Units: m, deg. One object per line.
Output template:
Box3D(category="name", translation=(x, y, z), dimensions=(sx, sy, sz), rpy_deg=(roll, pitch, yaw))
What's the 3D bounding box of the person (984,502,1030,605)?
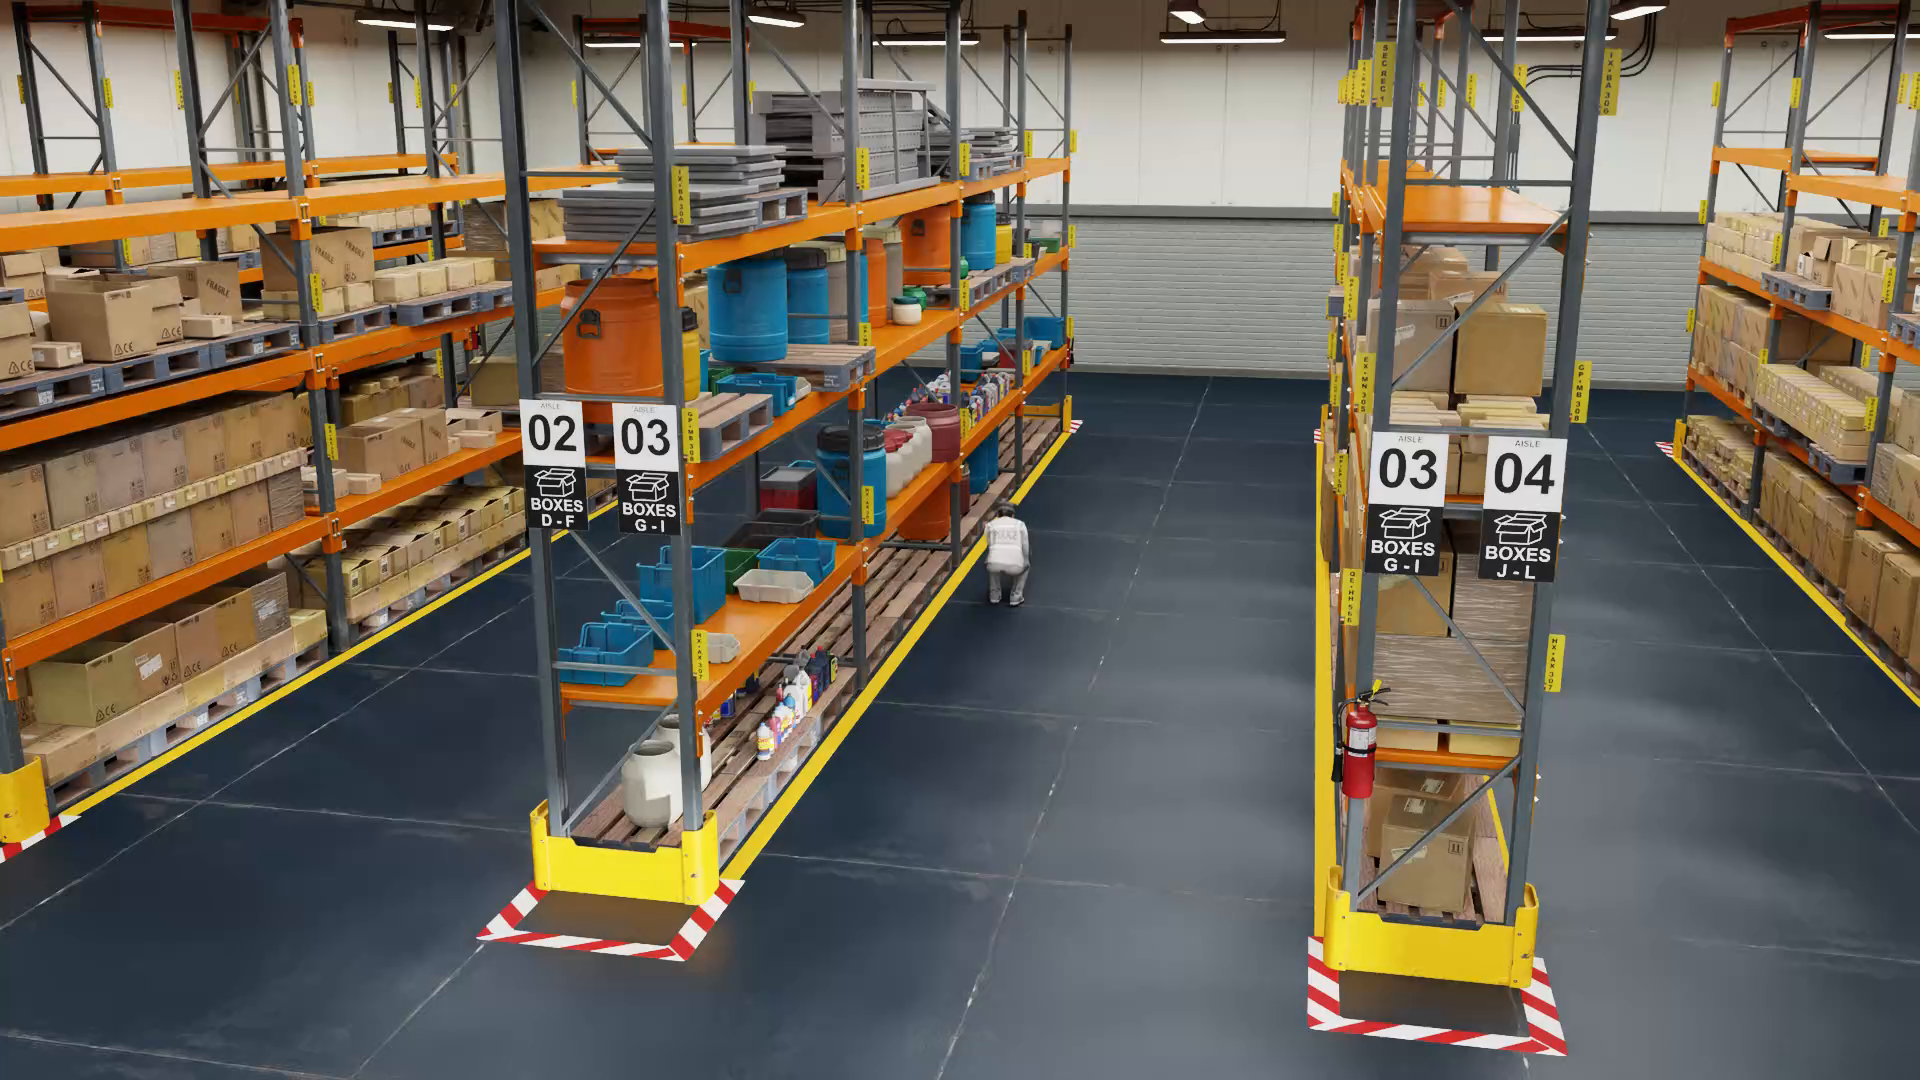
Box3D(category="person", translation=(0.472, 0.131, 16.889), dimensions=(0.466, 0.981, 0.842), rpy_deg=(3, 15, 10))
